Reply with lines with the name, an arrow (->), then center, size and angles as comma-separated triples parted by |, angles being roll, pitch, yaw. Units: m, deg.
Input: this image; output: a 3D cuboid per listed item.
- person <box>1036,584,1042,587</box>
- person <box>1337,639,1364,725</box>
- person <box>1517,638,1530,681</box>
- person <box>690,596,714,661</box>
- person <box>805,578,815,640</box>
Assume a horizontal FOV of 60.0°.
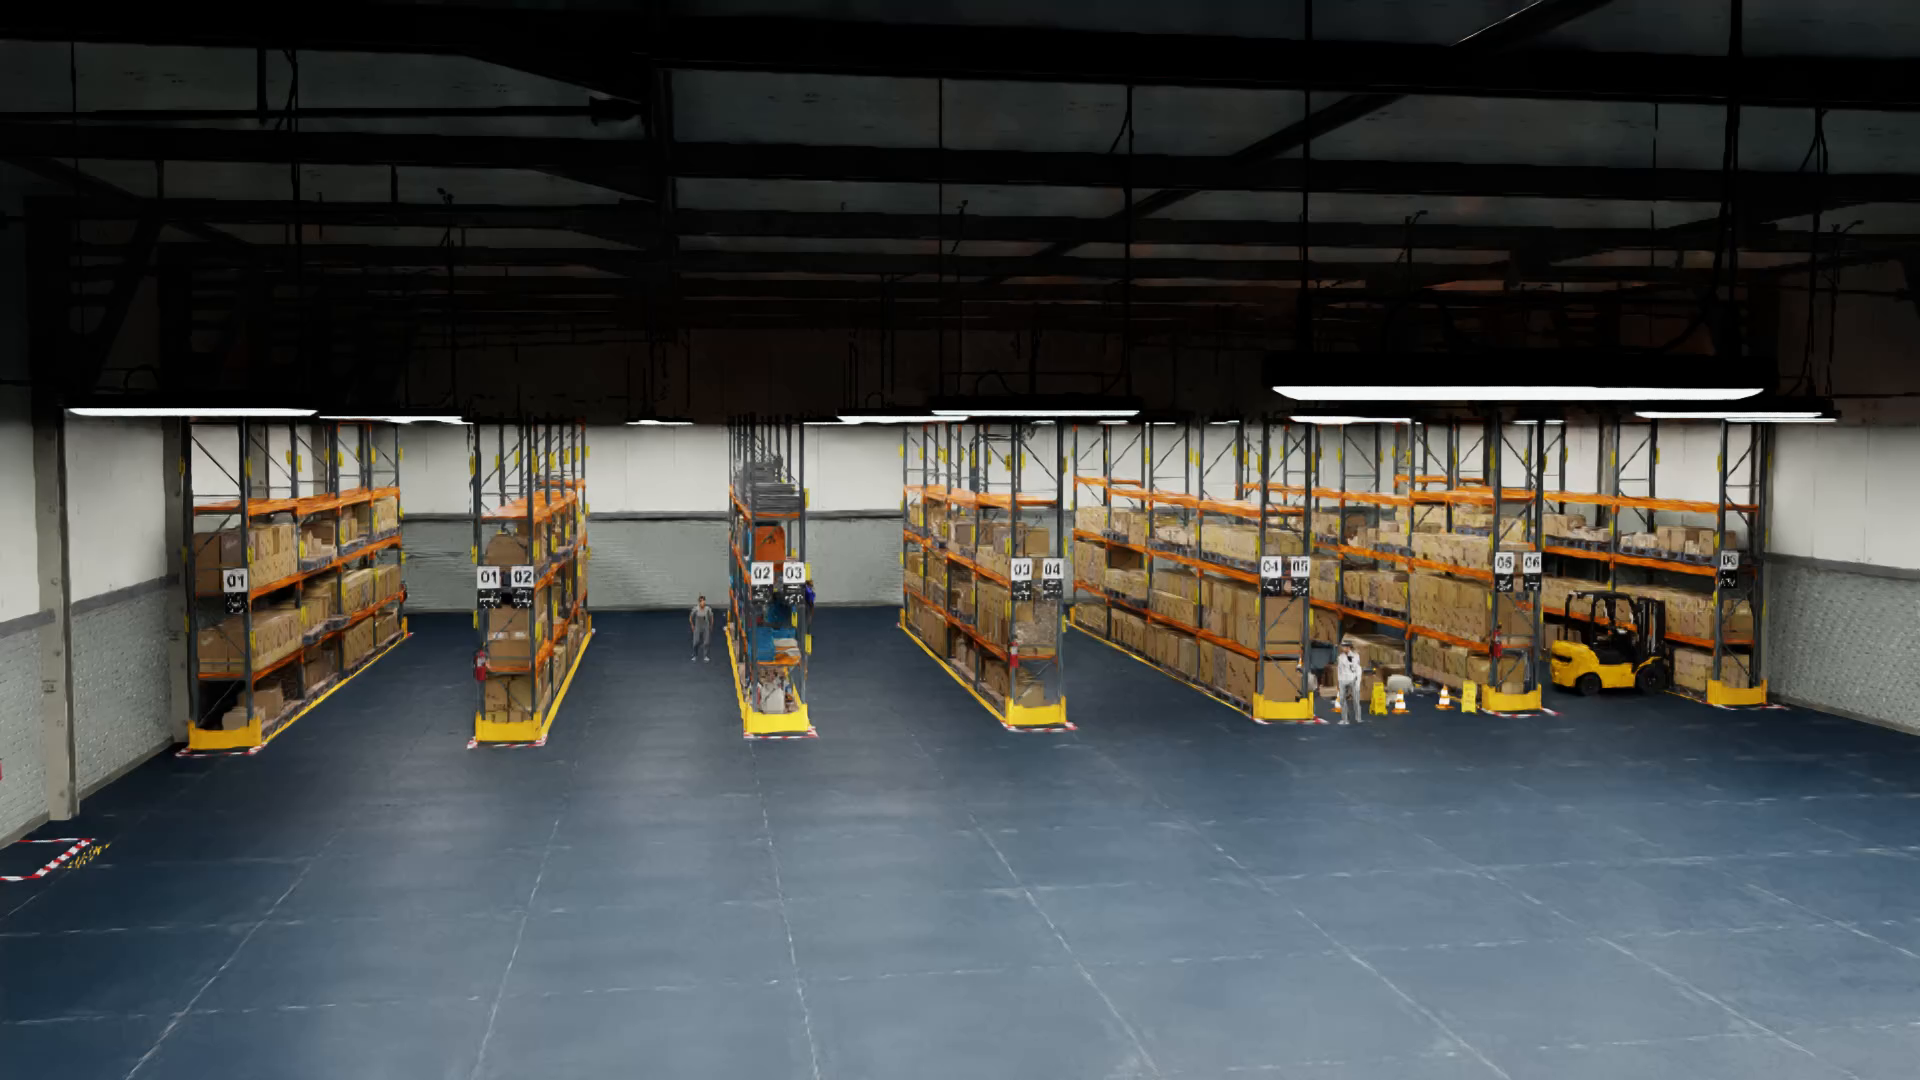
person -> 2.080, 1.780, 46.095 | 0.456, 1.587, 1.088 | 0, 4, -7
person -> 7.510, 2.721, 32.017 | 0.506, 1.662, 0.568 | 3, 5, 40
person -> 12.633, 2.366, 37.468 | 0.454, 1.599, 0.467 | 1, 4, 21
person -> -6.318, 2.157, 40.660 | 0.580, 1.617, 0.503 | -1, 4, -11
person -> -4.072, 1.835, 44.759 | 0.367, 1.668, 0.611 | -1, 4, -18
